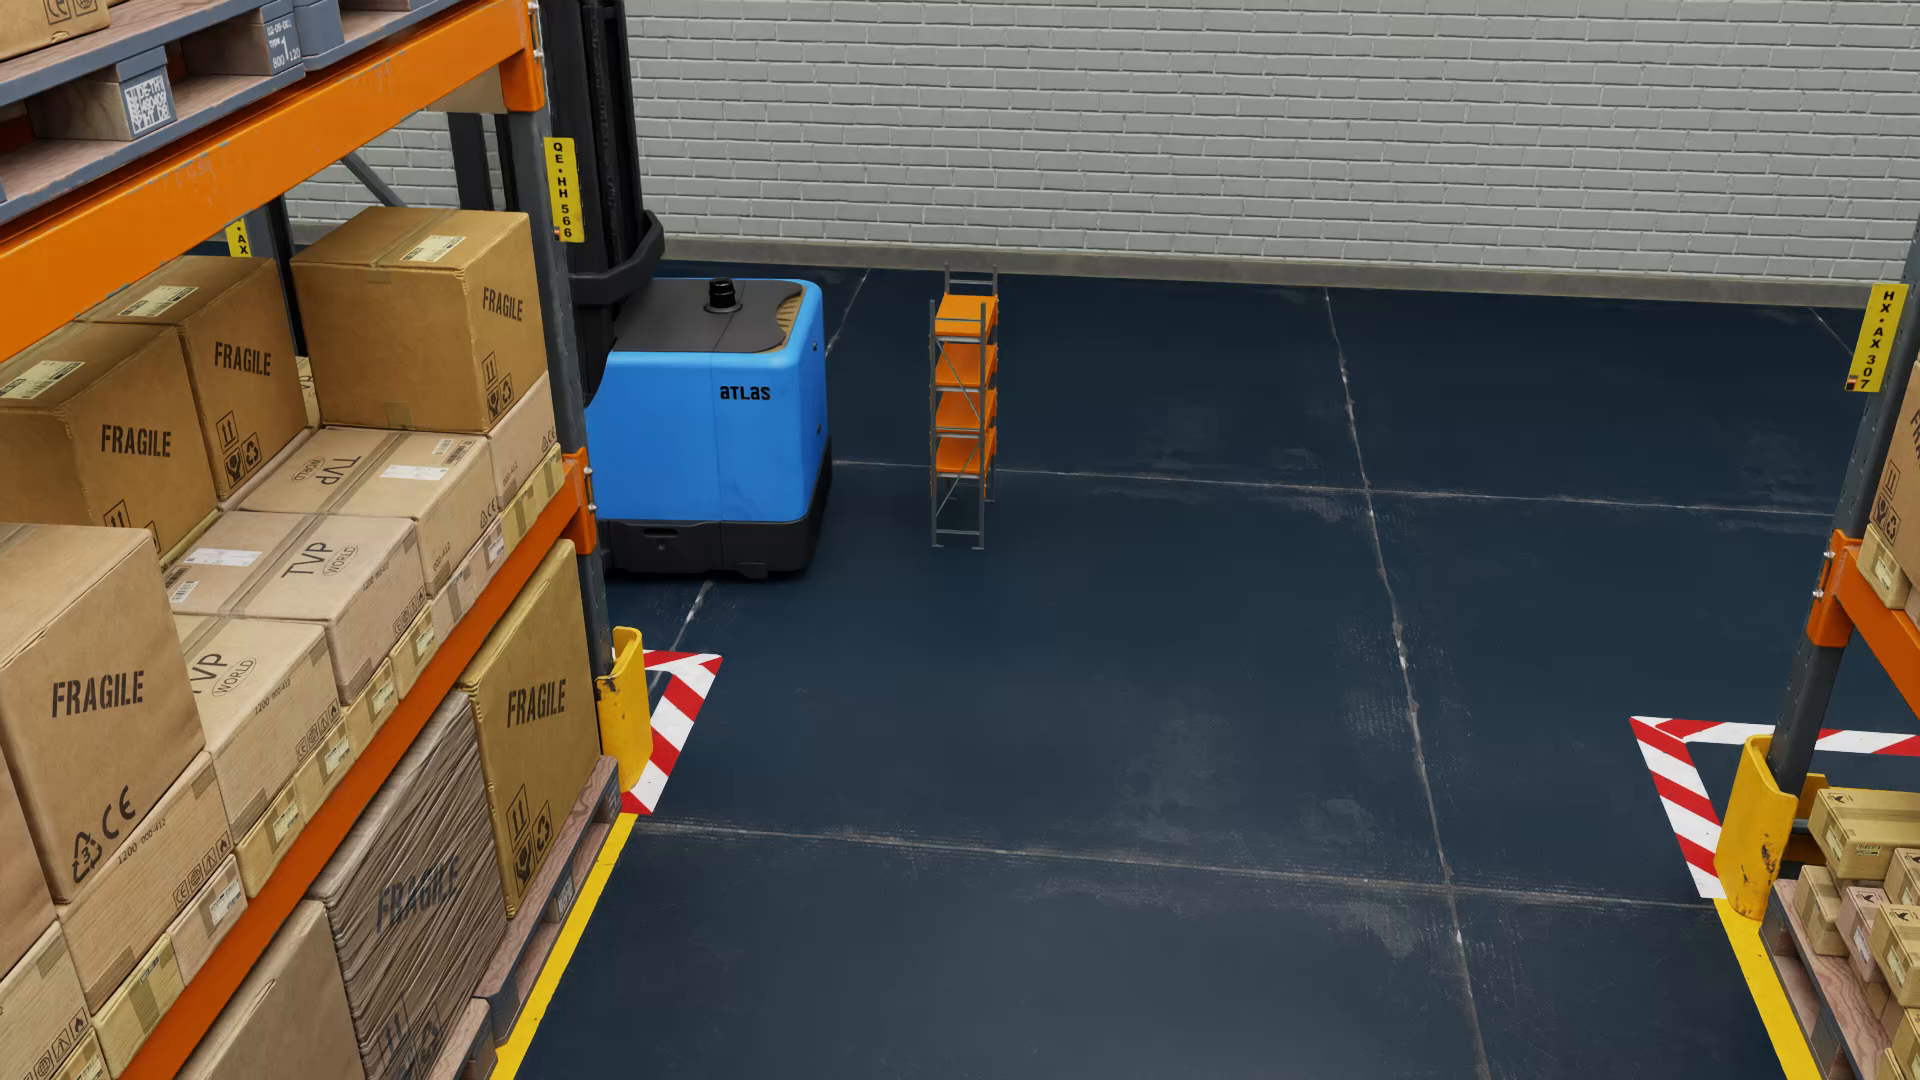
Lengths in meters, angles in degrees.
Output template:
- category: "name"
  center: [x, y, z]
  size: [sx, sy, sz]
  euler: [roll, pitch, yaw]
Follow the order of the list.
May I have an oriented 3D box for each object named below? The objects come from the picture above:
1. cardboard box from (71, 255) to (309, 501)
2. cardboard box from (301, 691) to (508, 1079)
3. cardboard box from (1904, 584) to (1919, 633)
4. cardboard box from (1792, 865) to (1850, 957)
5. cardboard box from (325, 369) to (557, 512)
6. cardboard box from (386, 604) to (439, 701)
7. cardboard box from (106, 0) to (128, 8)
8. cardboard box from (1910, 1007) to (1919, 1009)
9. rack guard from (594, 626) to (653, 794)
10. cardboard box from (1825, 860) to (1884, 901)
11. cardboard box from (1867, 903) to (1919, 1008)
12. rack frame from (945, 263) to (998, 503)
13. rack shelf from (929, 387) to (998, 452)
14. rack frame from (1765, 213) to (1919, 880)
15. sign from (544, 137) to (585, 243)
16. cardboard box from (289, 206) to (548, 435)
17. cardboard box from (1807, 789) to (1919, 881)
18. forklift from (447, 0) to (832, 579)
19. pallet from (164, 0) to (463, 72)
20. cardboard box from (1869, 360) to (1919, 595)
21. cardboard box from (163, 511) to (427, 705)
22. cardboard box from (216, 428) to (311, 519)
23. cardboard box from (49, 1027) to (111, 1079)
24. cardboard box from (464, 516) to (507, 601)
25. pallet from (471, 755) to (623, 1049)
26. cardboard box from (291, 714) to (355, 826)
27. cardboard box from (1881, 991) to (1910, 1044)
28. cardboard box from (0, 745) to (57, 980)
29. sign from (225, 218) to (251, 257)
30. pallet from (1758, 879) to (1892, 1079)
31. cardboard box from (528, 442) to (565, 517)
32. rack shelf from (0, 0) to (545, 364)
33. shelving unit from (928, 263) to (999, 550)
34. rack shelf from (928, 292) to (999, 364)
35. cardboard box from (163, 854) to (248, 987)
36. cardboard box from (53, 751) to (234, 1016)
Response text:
- category: "cardboard box"
  center: [-2.144, -0.447, 4.471]
  size: [0.500, 0.500, 0.500]
  euler: [3, 28, 5]
- category: "cardboard box"
  center: [-1.866, 0.987, 4.553]
  size: [0.875, 0.875, 0.875]
  euler: [3, 28, 6]
- category: "cardboard box"
  center: [2.799, 0.204, 4.473]
  size: [0.380, 0.149, 0.250]
  euler: [4, 29, 8]
- category: "cardboard box"
  center: [2.773, 1.136, 5.041]
  size: [0.380, 0.149, 0.250]
  euler: [4, 29, 7]
- category: "cardboard box"
  center: [-1.552, -0.319, 5.024]
  size: [0.500, 0.250, 0.500]
  euler: [3, 28, 5]
- category: "cardboard box"
  center: [-1.596, 0.280, 4.332]
  size: [0.380, 0.149, 0.250]
  euler: [3, 28, 5]
- category: "cardboard box"
  center: [-1.970, -1.339, 3.257]
  size: [0.700, 0.500, 0.500]
  euler: [1, 28, 3]
- category: "cardboard box"
  center: [2.804, 1.255, 4.507]
  size: [0.380, 0.149, 0.250]
  euler: [4, 29, 7]
- category: "rack guard"
  center: [-1.753, 0.591, 6.125]
  size: [1.175, 0.500, 0.348]
  euler: [3, 28, 6]
- category: "cardboard box"
  center: [2.836, 1.009, 4.964]
  size: [0.380, 0.149, 0.250]
  euler: [5, 29, 8]
- category: "cardboard box"
  center: [2.681, 1.121, 4.442]
  size: [0.380, 0.149, 0.250]
  euler: [3, 28, 6]
- category: "rack frame"
  center: [0.050, -0.721, 7.823]
  size: [0.240, 1.200, 0.015]
  euler: [3, 28, 6]
- category: "rack shelf"
  center: [0.020, -0.547, 7.642]
  size: [0.258, 0.148, 0.480]
  euler: [3, 28, 6]
- category: "rack frame"
  center: [3.155, -0.162, 4.888]
  size: [1.000, 3.000, 0.127]
  euler: [3, 28, 6]
- category: "sign"
  center: [-1.219, -1.074, 5.110]
  size: [0.100, 0.325, 0.005]
  euler: [3, 28, 6]
- category: "cardboard box"
  center: [-1.554, -0.648, 4.844]
  size: [0.500, 0.500, 0.500]
  euler: [4, 29, 7]
- category: "cardboard box"
  center: [2.753, 0.873, 4.902]
  size: [0.380, 0.149, 0.250]
  euler: [2, 28, 4]
- category: "forklift"
  center: [-2.159, -1.363, 7.190]
  size: [3.031, 2.935, 1.130]
  euler: [1, 28, 2]
- category: "pallet"
  center: [-1.836, -1.429, 4.172]
  size: [1.003, 0.211, 1.213]
  euler: [3, 28, 6]
- category: "cardboard box"
  center: [2.825, -0.142, 4.431]
  size: [0.500, 0.500, 0.500]
  euler: [5, 29, 9]
- category: "cardboard box"
  center: [-1.676, 0.159, 4.136]
  size: [0.500, 0.250, 0.500]
  euler: [2, 28, 4]
- category: "cardboard box"
  center: [-2.139, -0.107, 4.631]
  size: [0.500, 0.250, 0.500]
  euler: [3, 28, 6]
- category: "cardboard box"
  center: [-1.785, 1.004, 2.988]
  size: [0.380, 0.149, 0.250]
  euler: [3, 28, 5]
- category: "cardboard box"
  center: [-1.535, 0.041, 4.777]
  size: [0.380, 0.149, 0.250]
  euler: [3, 29, 6]
- category: "pallet"
  center: [-1.776, 1.111, 5.466]
  size: [1.003, 0.211, 1.213]
  euler: [3, 28, 6]
- category: "cardboard box"
  center: [-1.660, 0.519, 3.889]
  size: [0.380, 0.149, 0.250]
  euler: [4, 29, 7]
- category: "cardboard box"
  center: [2.798, 1.382, 4.586]
  size: [0.380, 0.149, 0.250]
  euler: [4, 29, 7]
- category: "cardboard box"
  center: [-1.865, 0.548, 2.624]
  size: [0.500, 0.500, 0.500]
  euler: [3, 28, 6]
- category: "sign"
  center: [-2.306, -0.949, 5.352]
  size: [0.100, 0.325, 0.005]
  euler: [3, 28, 6]
- category: "pallet"
  center: [3.011, 1.482, 4.777]
  size: [1.003, 0.211, 1.213]
  euler: [3, 28, 6]
- category: "cardboard box"
  center: [-1.472, -0.200, 5.224]
  size: [0.380, 0.149, 0.250]
  euler: [4, 29, 7]
- category: "rack shelf"
  center: [-2.001, -0.560, 3.223]
  size: [1.077, 0.370, 4.000]
  euler: [3, 28, 6]
- category: "shelving unit"
  center: [0.020, -0.606, 7.610]
  size: [0.258, 1.200, 0.503]
  euler: [3, 28, 6]
- category: "rack shelf"
  center: [0.020, -0.952, 7.424]
  size: [0.258, 0.148, 0.480]
  euler: [3, 28, 6]
- category: "cardboard box"
  center: [-1.721, 0.766, 3.431]
  size: [0.380, 0.149, 0.250]
  euler: [4, 29, 7]
- category: "cardboard box"
  center: [-1.804, 0.636, 3.251]
  size: [0.500, 0.250, 0.500]
  euler: [4, 29, 7]
